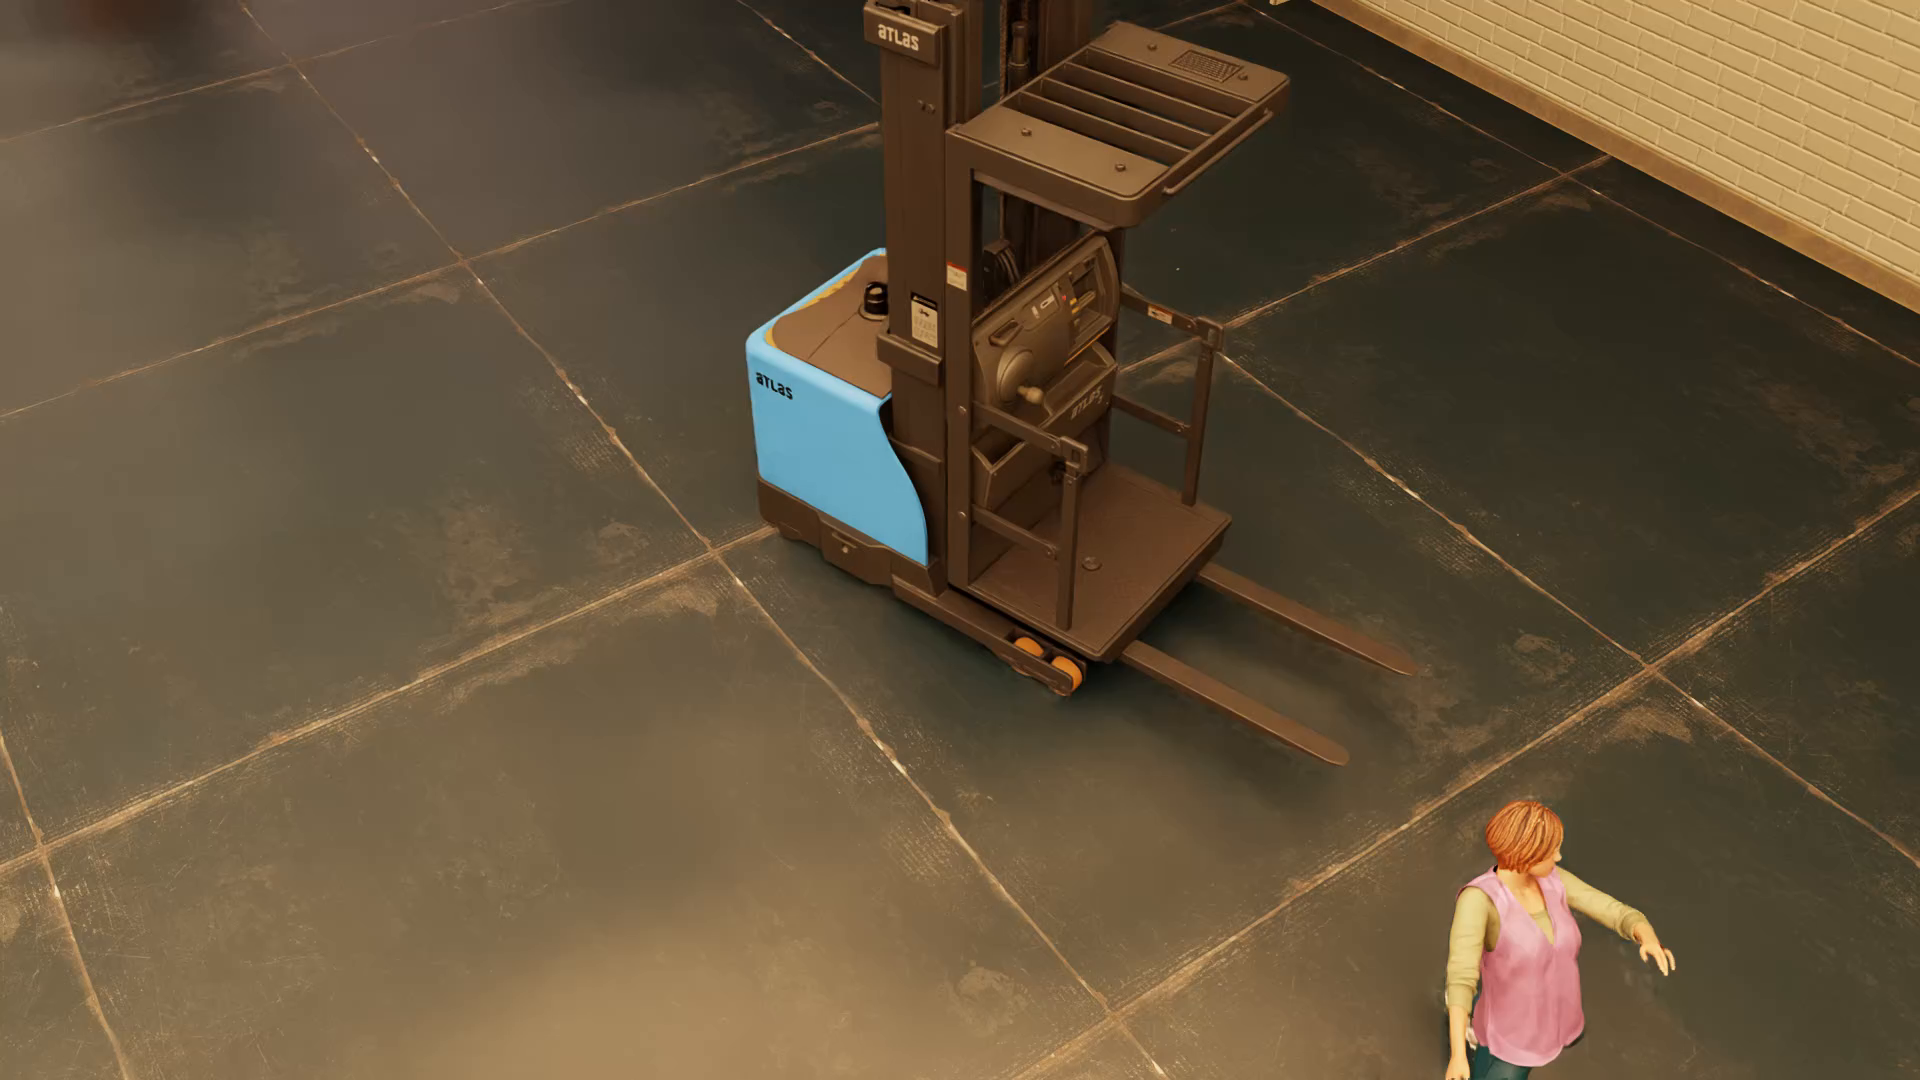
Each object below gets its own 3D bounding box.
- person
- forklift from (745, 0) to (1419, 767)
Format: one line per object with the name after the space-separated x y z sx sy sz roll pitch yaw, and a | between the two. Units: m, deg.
1.668 1.550 5.171 0.918 1.364 0.676 -31 51 -29 | person
0.521 -0.821 6.607 3.031 2.935 1.130 27 49 27 | forklift
